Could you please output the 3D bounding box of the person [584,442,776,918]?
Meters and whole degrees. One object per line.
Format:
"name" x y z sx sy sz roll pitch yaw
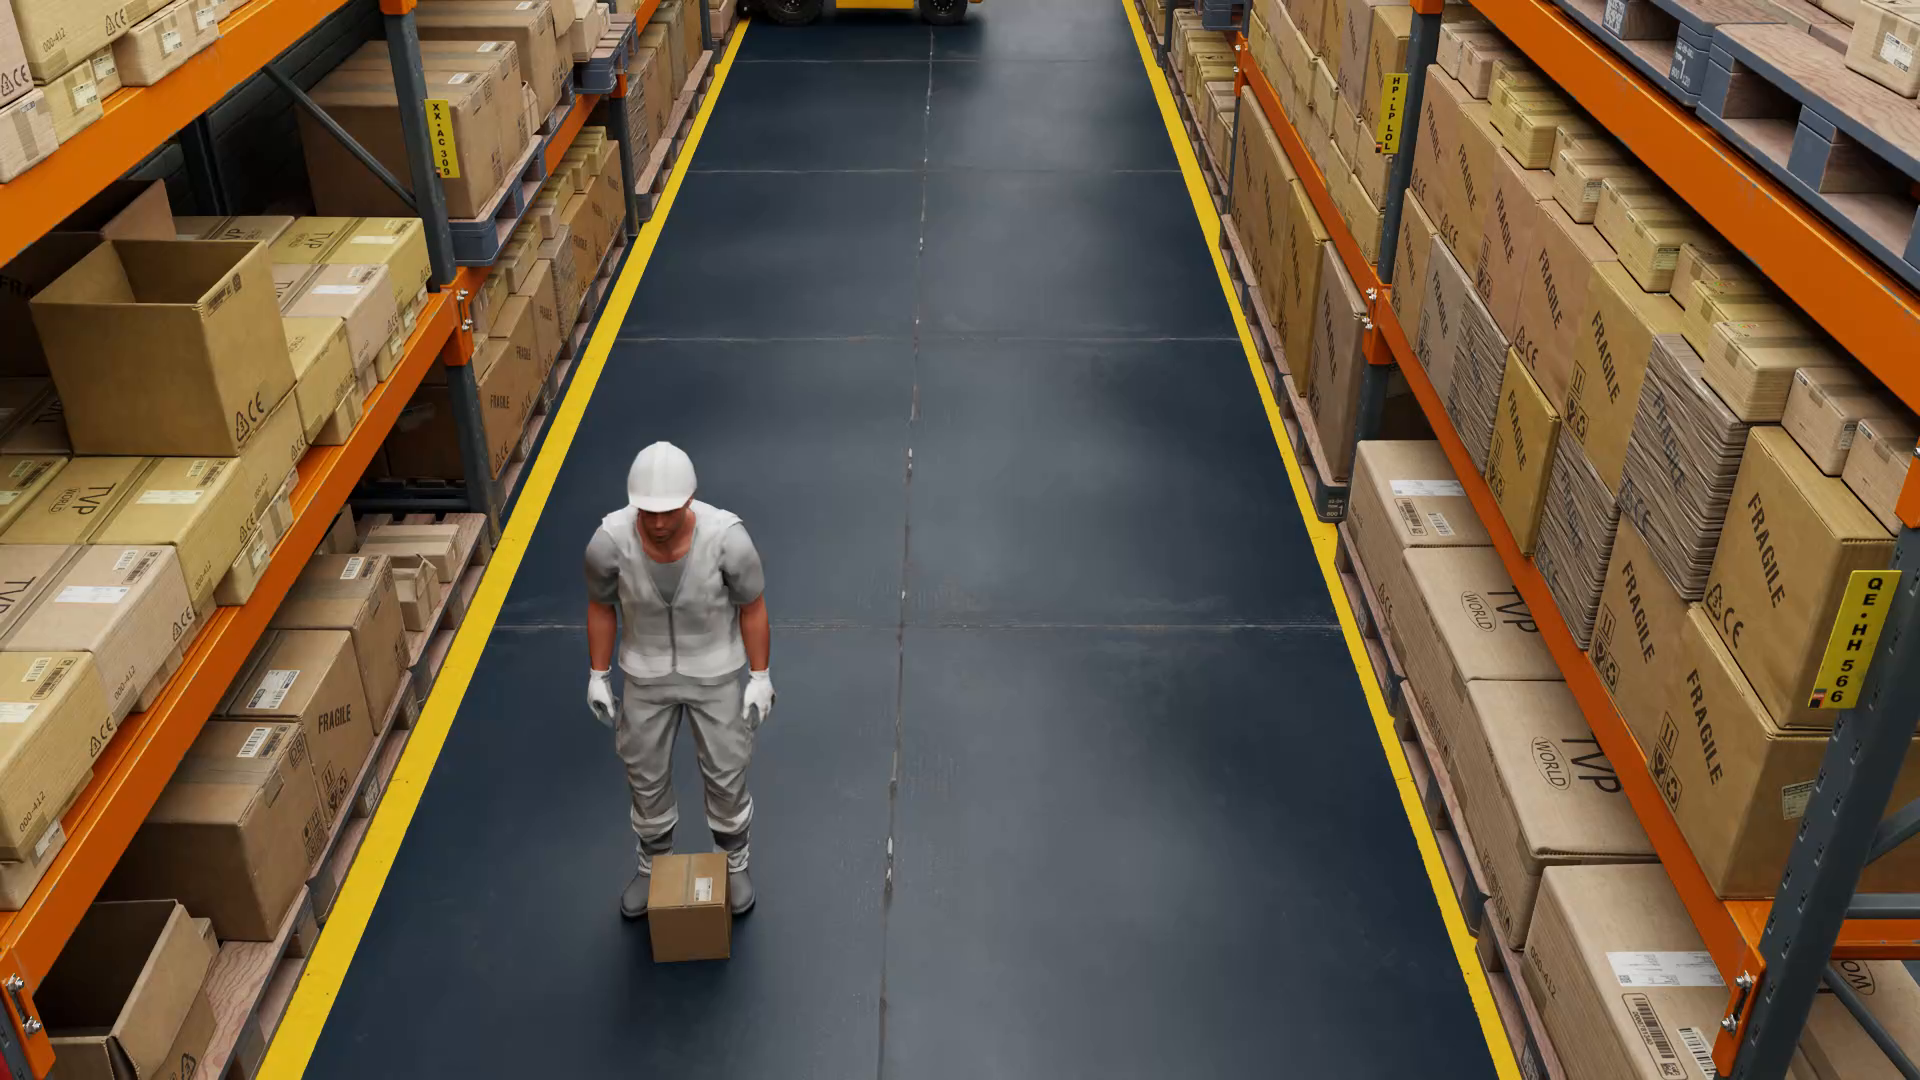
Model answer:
"person" -0.901 0.458 5.364 0.607 1.779 0.451 0 31 0
